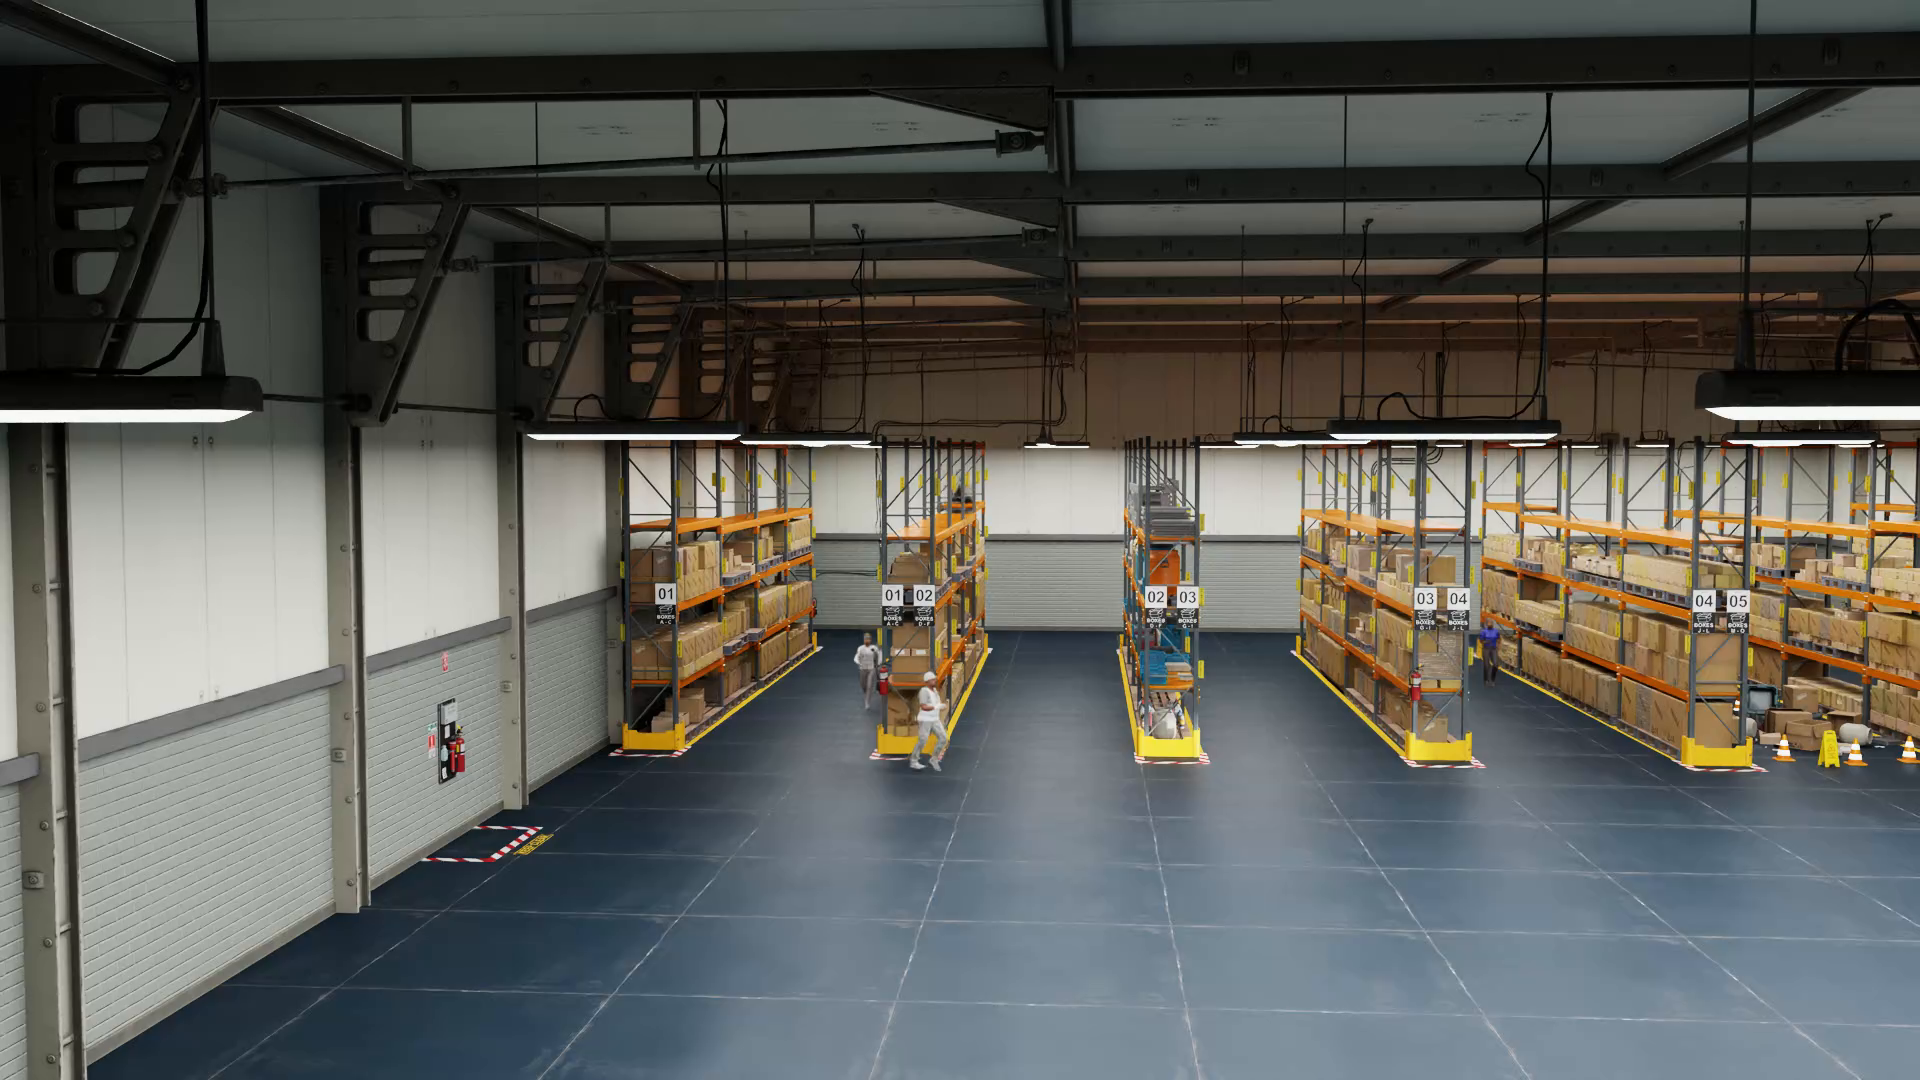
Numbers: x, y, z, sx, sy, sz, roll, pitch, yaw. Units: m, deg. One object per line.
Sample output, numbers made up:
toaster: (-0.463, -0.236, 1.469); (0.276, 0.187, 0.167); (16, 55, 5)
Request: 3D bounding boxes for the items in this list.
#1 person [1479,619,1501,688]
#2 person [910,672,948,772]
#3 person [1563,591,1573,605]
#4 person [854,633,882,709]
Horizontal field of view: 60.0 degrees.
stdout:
person: (12.870, 2.751, 40.325); (0.555, 1.683, 0.651); (0, 3, 6)
person: (-0.509, 3.251, 29.685); (0.740, 1.805, 0.693); (2, 4, 31)
person: (17.359, 2.312, 47.432); (0.887, 1.780, 0.664); (0, 3, 3)
person: (-2.048, 2.897, 37.149); (0.630, 1.661, 0.938); (0, 3, 3)
